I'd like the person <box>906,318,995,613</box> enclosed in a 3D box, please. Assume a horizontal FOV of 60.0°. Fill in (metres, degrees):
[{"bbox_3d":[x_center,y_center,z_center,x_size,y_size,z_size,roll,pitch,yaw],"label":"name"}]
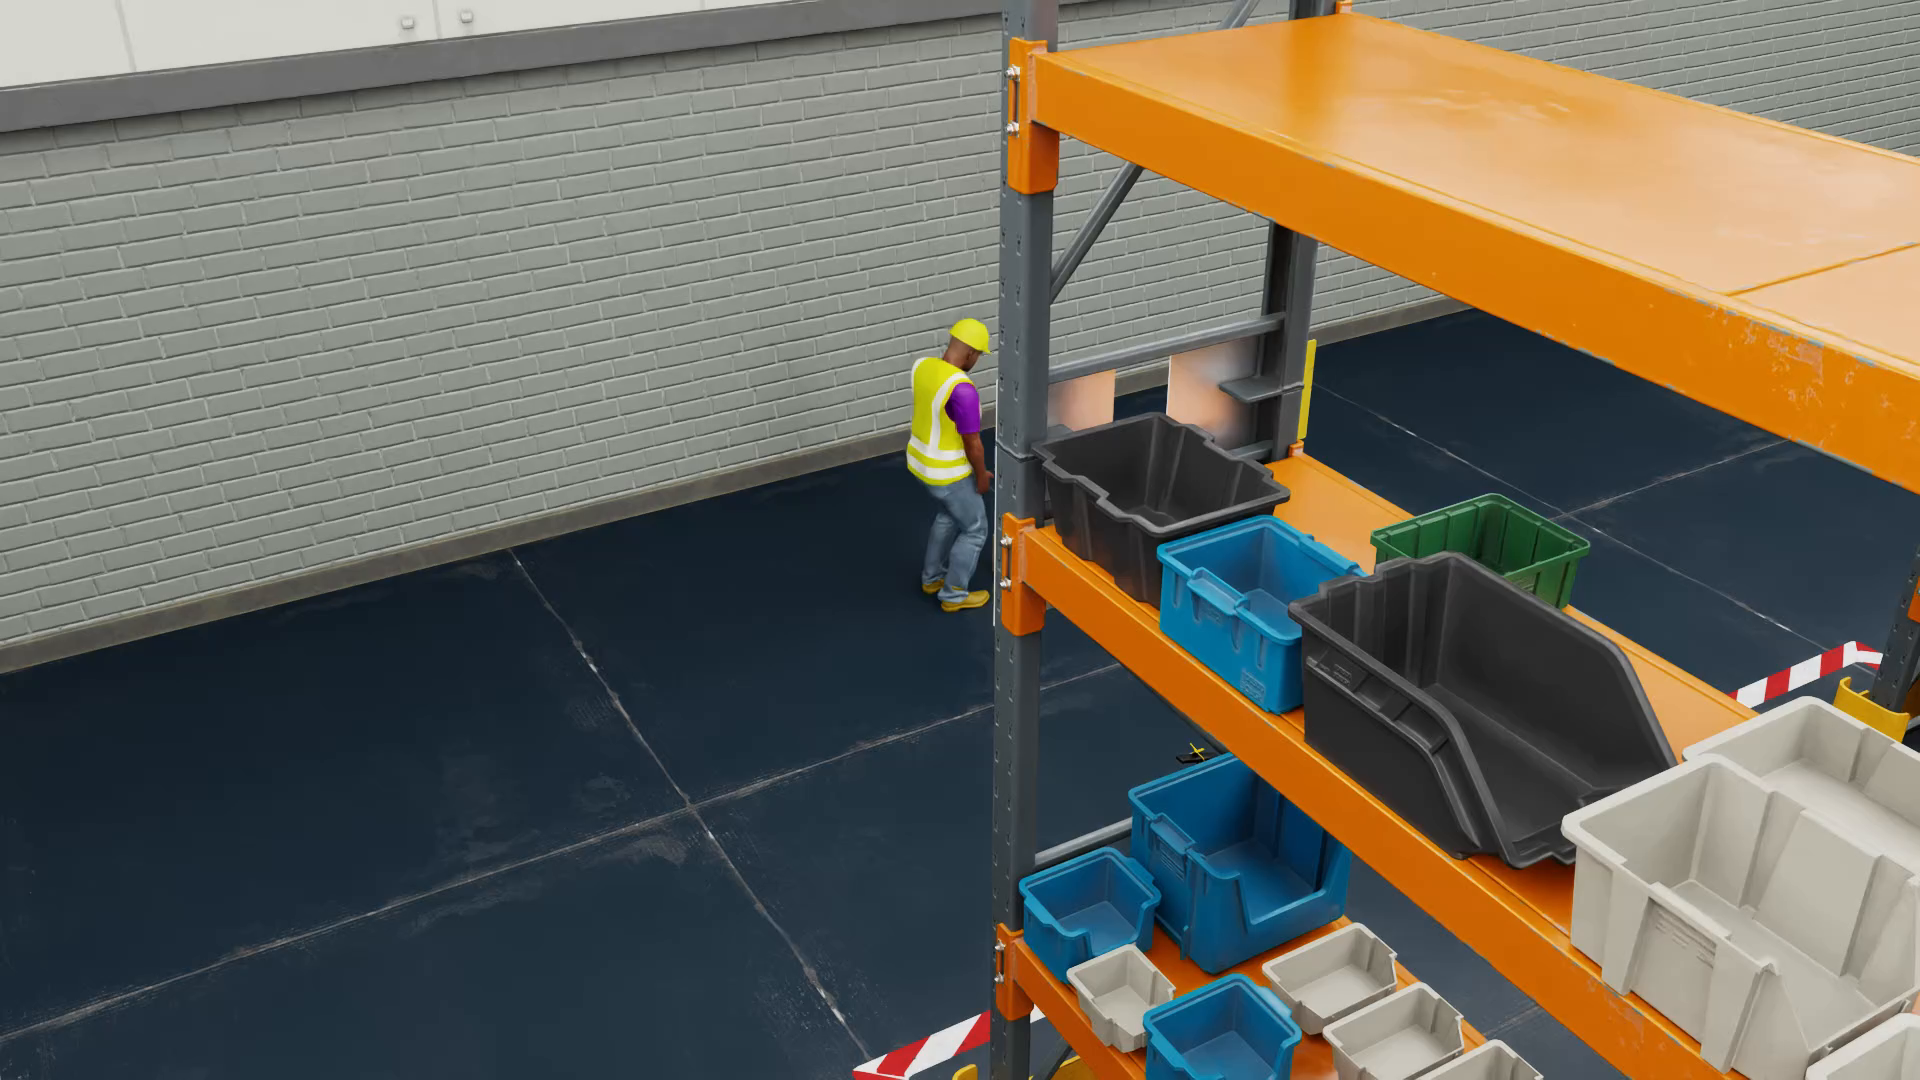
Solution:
[{"bbox_3d":[-0.046,-0.432,9.399,0.491,1.695,0.599,-15,32,-25],"label":"person"}]
